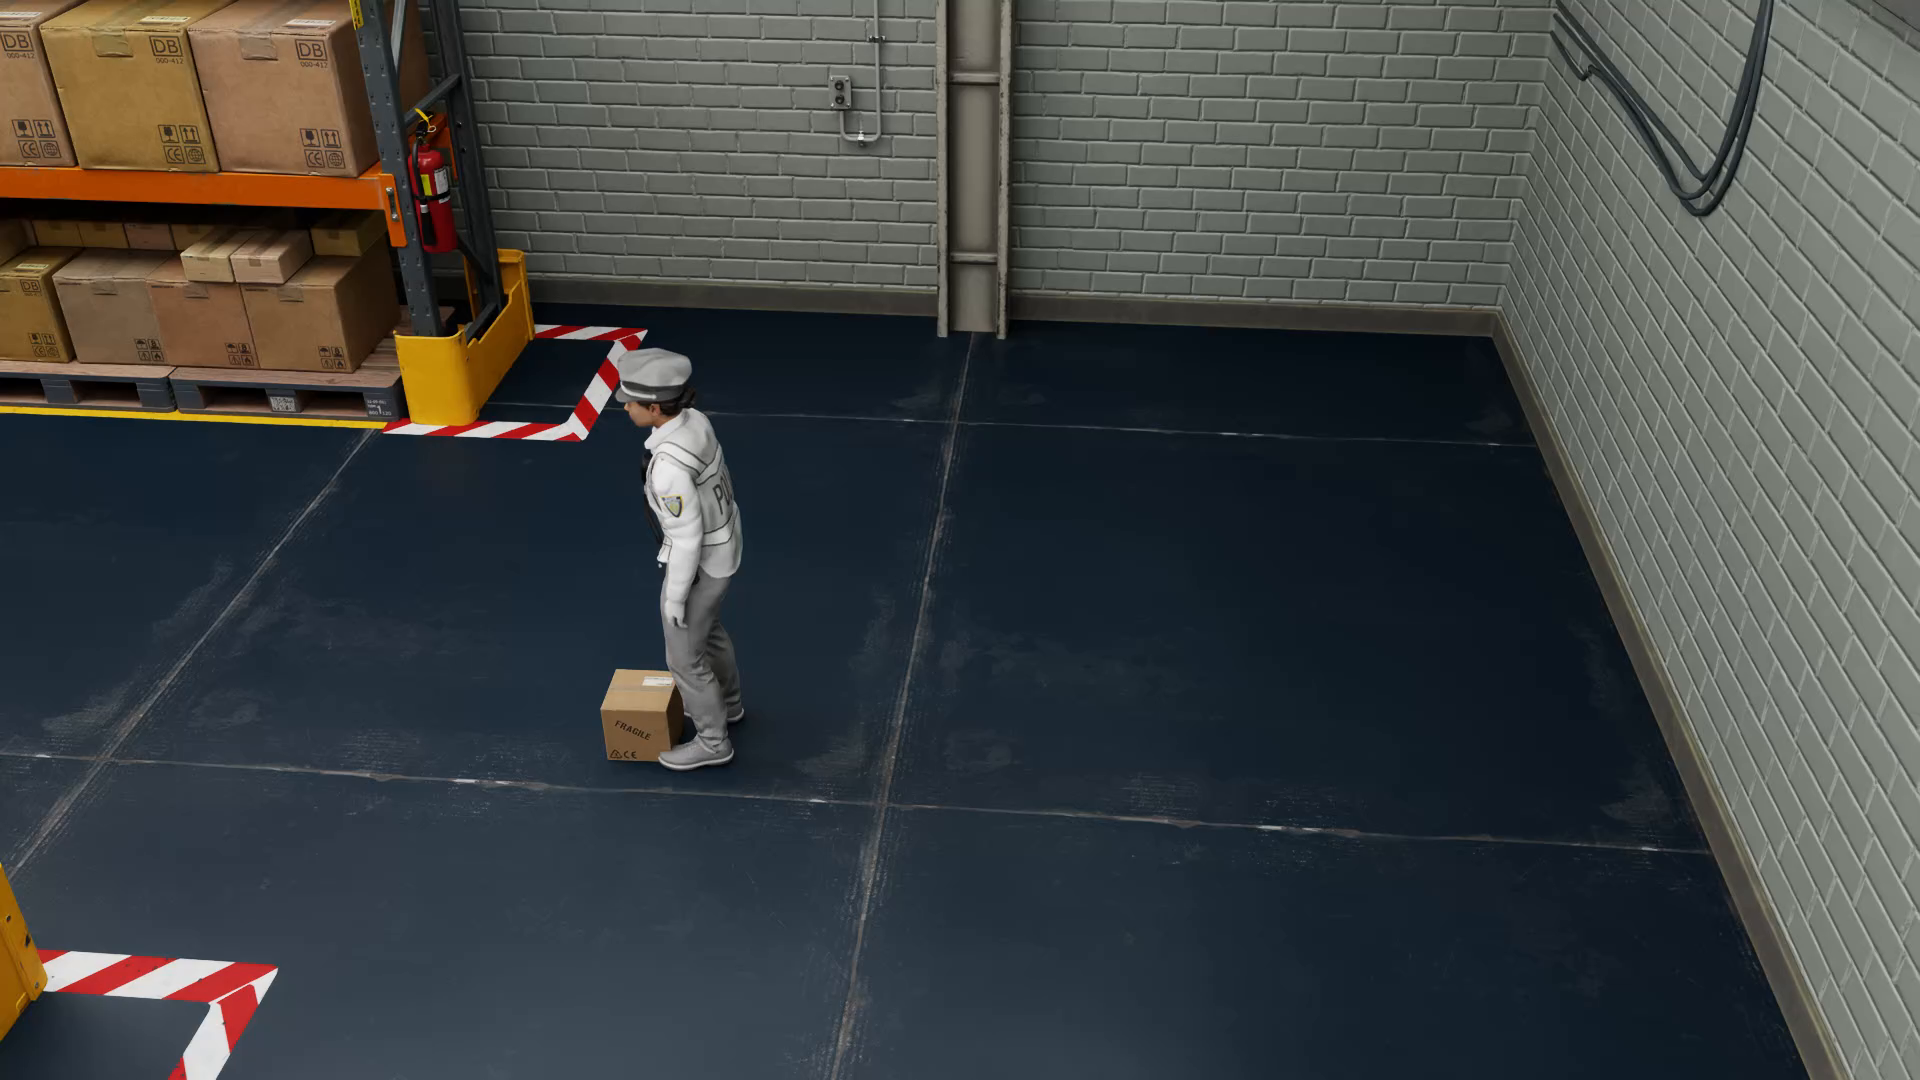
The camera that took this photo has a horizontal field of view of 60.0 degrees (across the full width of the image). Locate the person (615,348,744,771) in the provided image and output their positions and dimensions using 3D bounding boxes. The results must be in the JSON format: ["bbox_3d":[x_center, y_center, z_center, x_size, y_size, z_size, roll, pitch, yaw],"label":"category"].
[{"bbox_3d":[-0.973,0.086,5.995,0.376,1.663,0.544,1,32,1],"label":"person"}]
